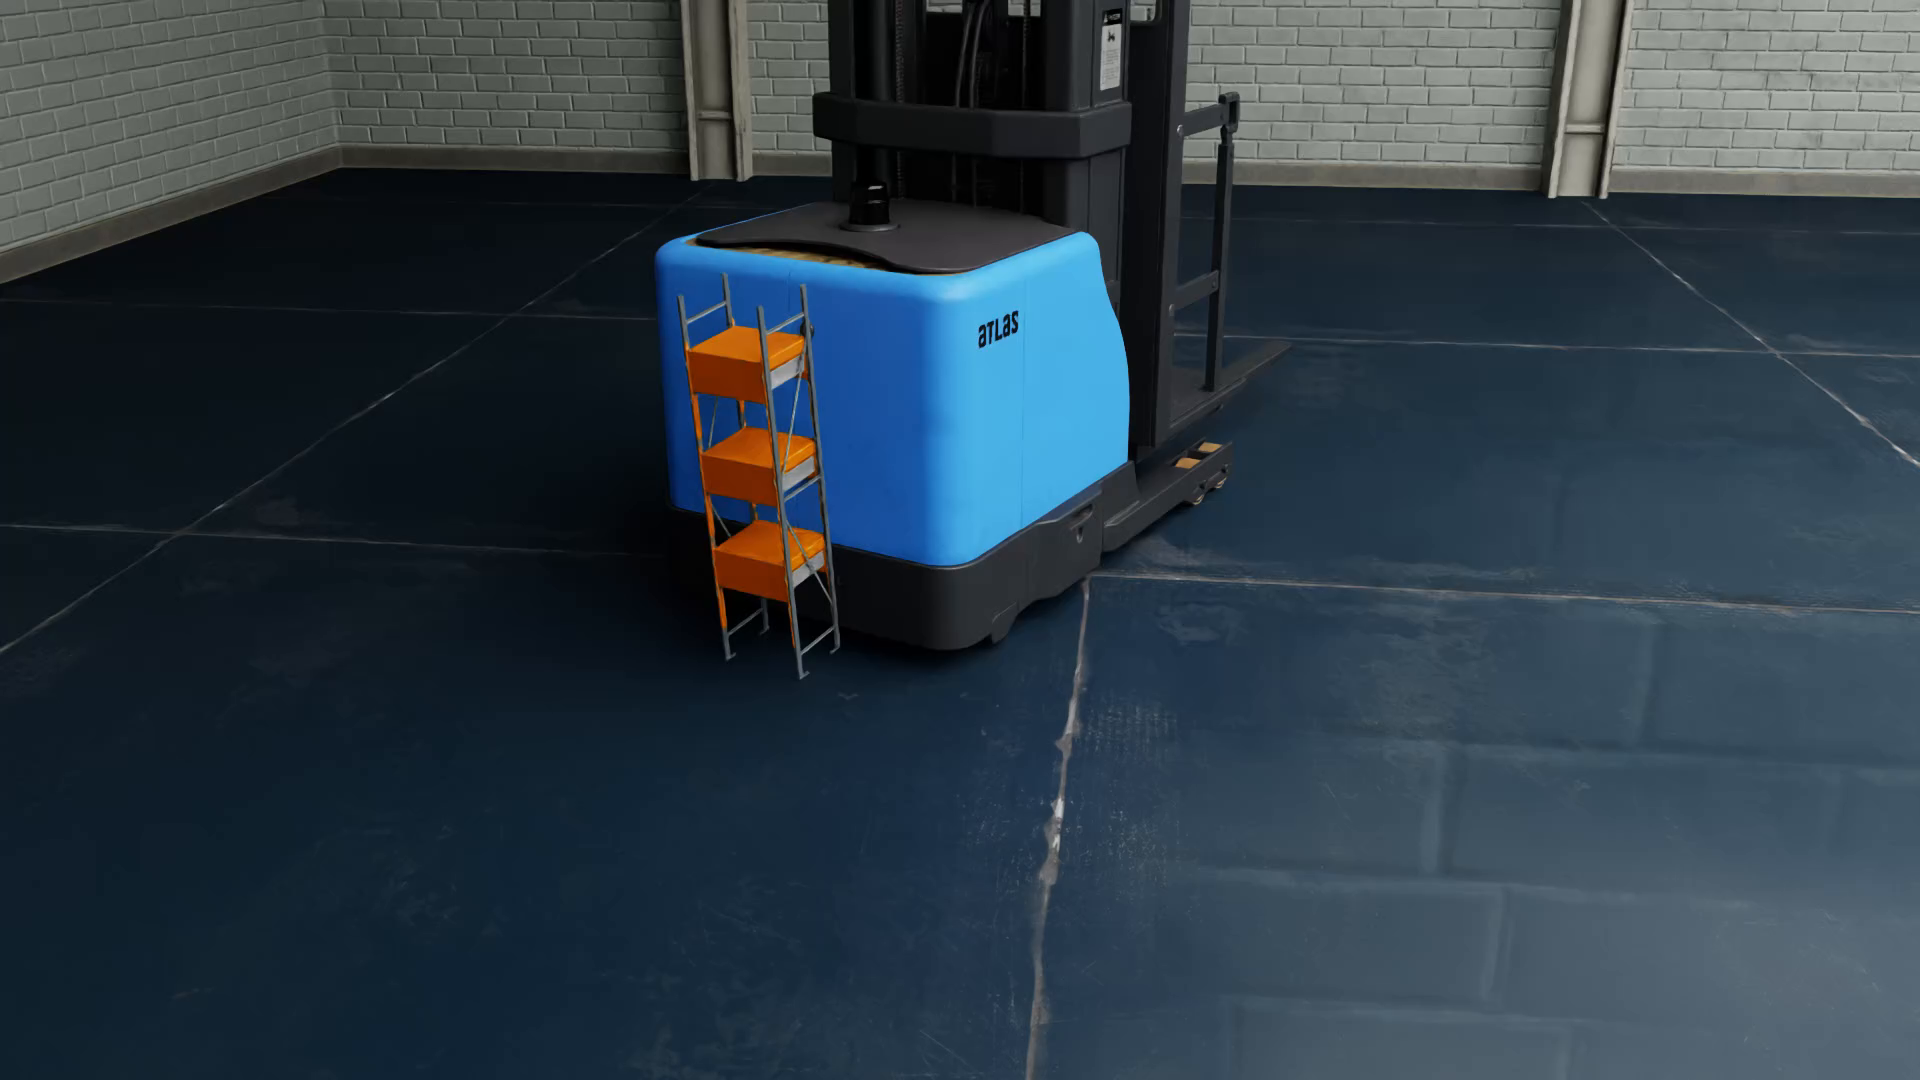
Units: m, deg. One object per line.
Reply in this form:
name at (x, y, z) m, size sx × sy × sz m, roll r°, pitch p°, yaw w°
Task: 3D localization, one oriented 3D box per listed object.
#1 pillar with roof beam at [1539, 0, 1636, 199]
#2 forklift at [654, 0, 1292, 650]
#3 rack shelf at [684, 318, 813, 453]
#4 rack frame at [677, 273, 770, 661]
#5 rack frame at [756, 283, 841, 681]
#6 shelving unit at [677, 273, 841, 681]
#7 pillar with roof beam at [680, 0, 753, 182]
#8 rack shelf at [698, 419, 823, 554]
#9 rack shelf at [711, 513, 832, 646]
pillar with roof beam at (3.718, -4.998, 5.842) m, size 0.400 × 9.000 × 9.100 m, roll 2°, pitch 22°, yaw 6°
forklift at (0.318, -1.560, 5.398) m, size 1.130 × 2.935 × 3.031 m, roll 12°, pitch 25°, yaw 28°
rack shelf at (-0.531, -0.398, 4.253) m, size 0.240 × 0.259 × 0.215 m, roll 12°, pitch 30°, yaw 28°
rack frame at (-0.623, -0.176, 4.431) m, size 0.008 × 1.050 × 0.200 m, roll 12°, pitch 30°, yaw 28°
rack frame at (-0.411, -0.131, 4.318) m, size 0.008 × 1.050 × 0.200 m, roll 12°, pitch 30°, yaw 28°
shelving unit at (-0.517, -0.154, 4.375) m, size 0.252 × 1.050 × 0.215 m, roll 12°, pitch 30°, yaw 28°
pillar with roof beam at (-2.240, -5.257, 6.498) m, size 0.400 × 9.000 × 9.100 m, roll 2°, pitch 22°, yaw 6°
rack shelf at (-0.517, -0.144, 4.380) m, size 0.240 × 0.259 × 0.215 m, roll 12°, pitch 30°, yaw 28°
rack shelf at (-0.502, 0.104, 4.504) m, size 0.240 × 0.259 × 0.215 m, roll 12°, pitch 30°, yaw 28°
